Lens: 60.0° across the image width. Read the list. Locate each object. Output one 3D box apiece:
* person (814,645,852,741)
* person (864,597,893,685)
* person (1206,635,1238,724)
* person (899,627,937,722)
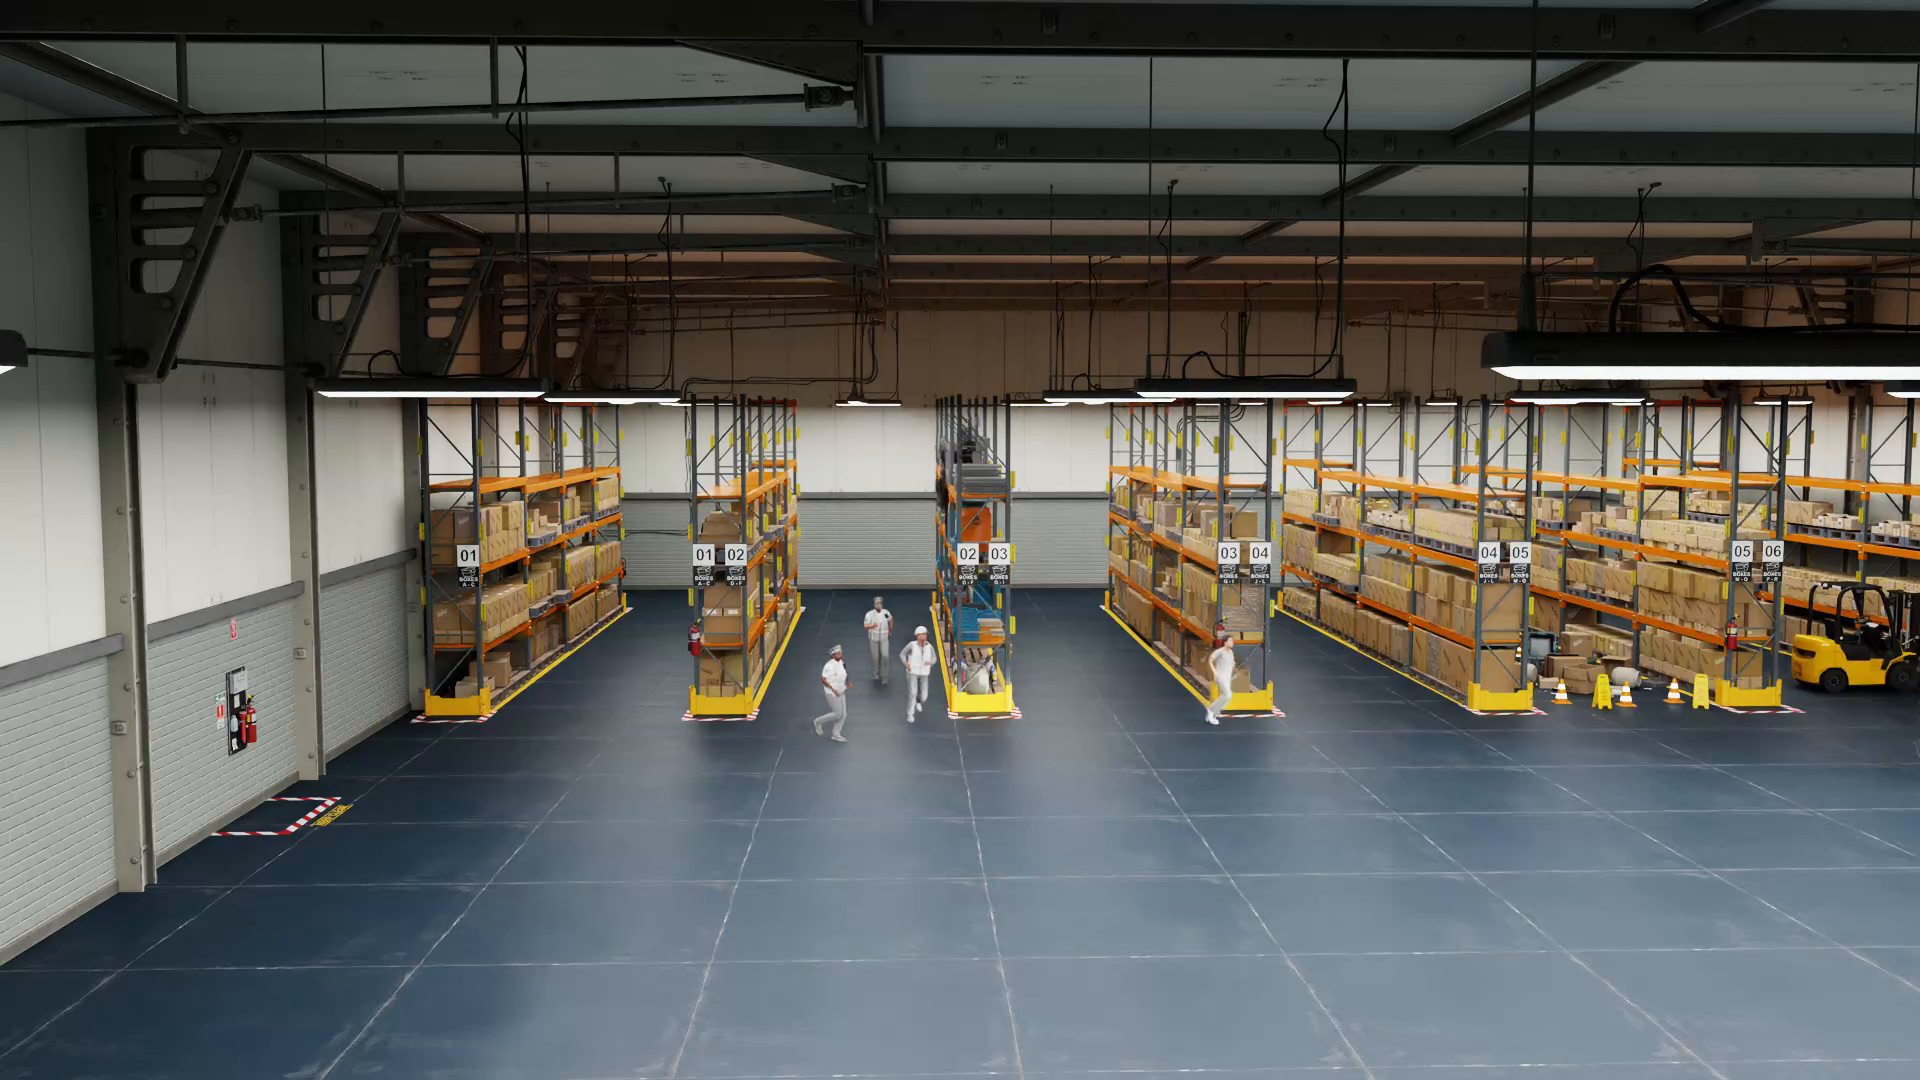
[{"bbox_3d":[-2.187,2.637,28.810,0.609,1.678,0.576,2,5,28],"label":"person"},{"bbox_3d":[-1.697,2.104,34.813,0.640,1.845,0.755,-1,5,-9],"label":"person"},{"bbox_3d":[4.813,2.533,30.343,0.562,1.613,0.603,4,6,43],"label":"person"},{"bbox_3d":[-0.759,2.462,30.827,0.688,1.726,0.767,-1,5,-18],"label":"person"}]
